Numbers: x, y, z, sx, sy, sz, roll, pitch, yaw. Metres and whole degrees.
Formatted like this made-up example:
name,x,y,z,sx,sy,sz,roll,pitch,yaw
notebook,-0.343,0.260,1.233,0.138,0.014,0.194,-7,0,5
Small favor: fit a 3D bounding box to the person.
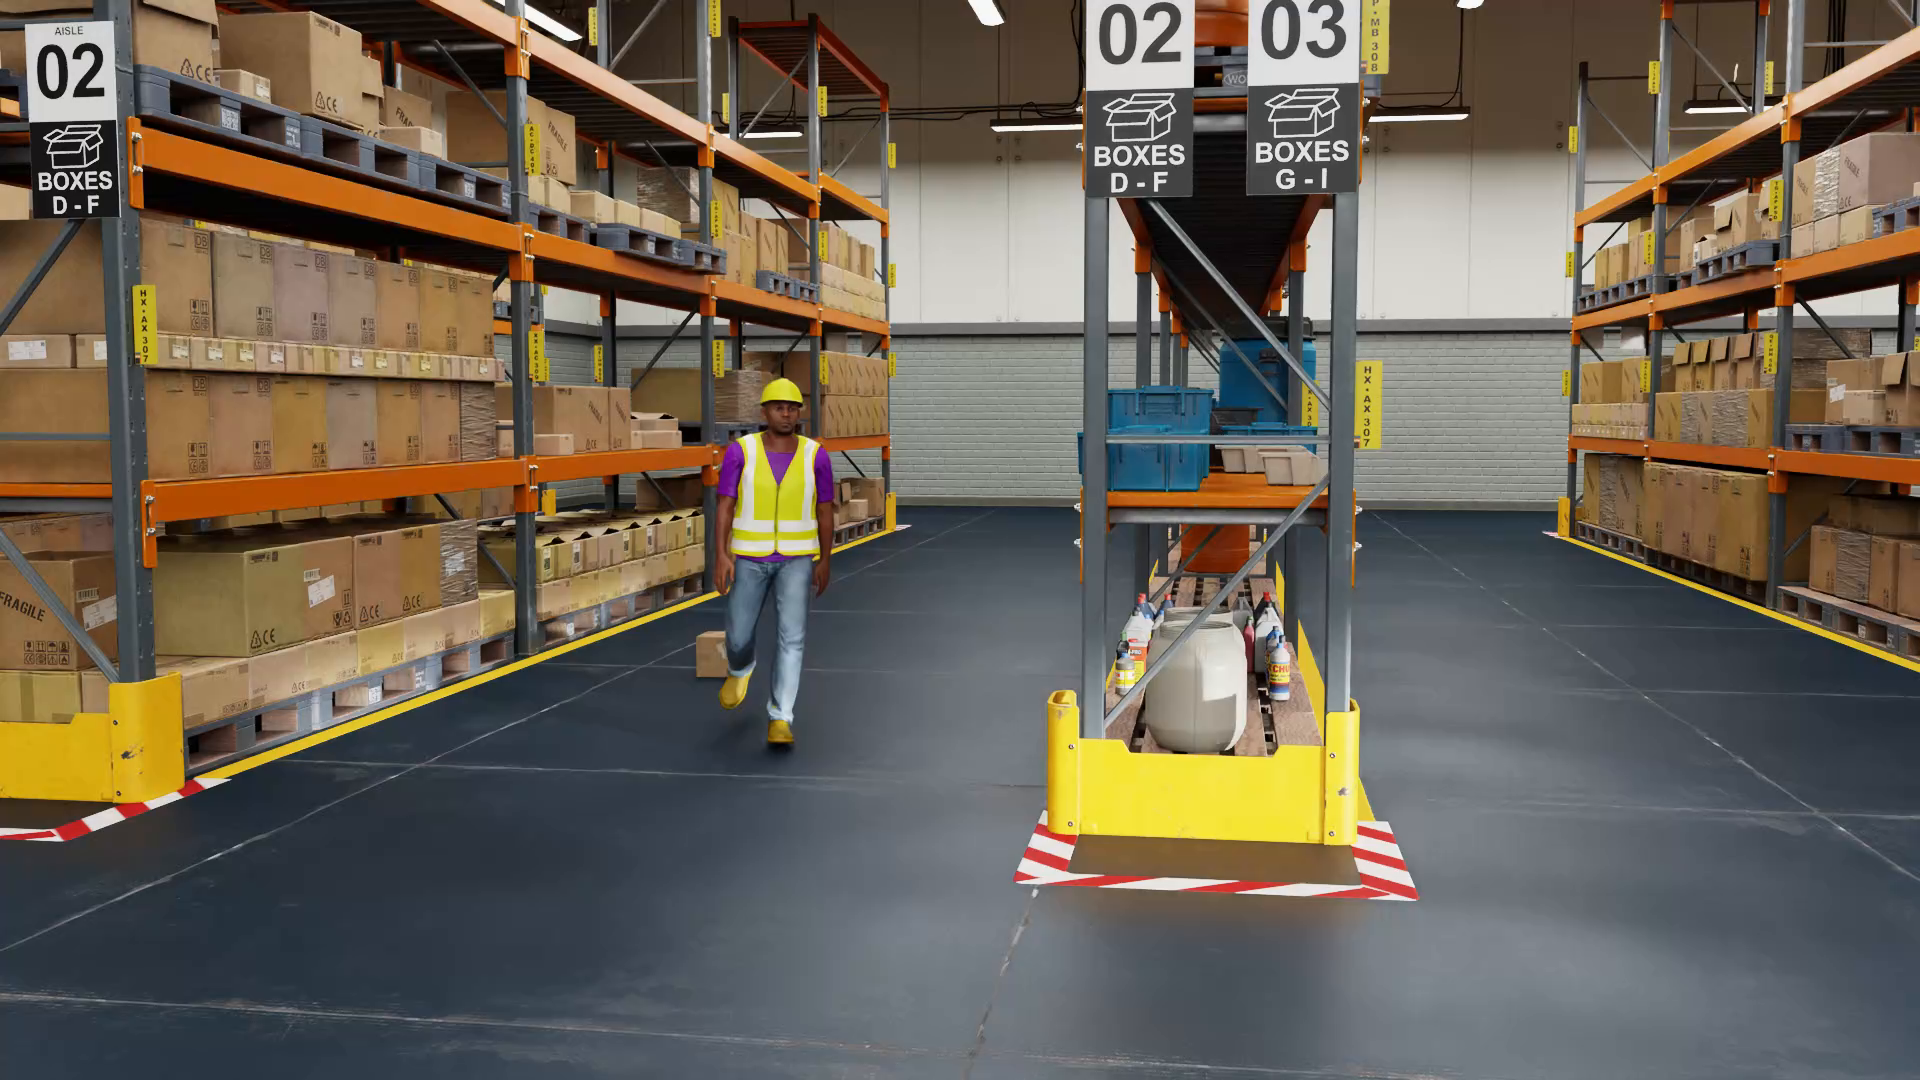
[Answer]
name,x,y,z,sx,sy,sz,roll,pitch,yaw
person,-0.916,0.083,8.191,0.600,1.750,0.774,-1,4,-9
